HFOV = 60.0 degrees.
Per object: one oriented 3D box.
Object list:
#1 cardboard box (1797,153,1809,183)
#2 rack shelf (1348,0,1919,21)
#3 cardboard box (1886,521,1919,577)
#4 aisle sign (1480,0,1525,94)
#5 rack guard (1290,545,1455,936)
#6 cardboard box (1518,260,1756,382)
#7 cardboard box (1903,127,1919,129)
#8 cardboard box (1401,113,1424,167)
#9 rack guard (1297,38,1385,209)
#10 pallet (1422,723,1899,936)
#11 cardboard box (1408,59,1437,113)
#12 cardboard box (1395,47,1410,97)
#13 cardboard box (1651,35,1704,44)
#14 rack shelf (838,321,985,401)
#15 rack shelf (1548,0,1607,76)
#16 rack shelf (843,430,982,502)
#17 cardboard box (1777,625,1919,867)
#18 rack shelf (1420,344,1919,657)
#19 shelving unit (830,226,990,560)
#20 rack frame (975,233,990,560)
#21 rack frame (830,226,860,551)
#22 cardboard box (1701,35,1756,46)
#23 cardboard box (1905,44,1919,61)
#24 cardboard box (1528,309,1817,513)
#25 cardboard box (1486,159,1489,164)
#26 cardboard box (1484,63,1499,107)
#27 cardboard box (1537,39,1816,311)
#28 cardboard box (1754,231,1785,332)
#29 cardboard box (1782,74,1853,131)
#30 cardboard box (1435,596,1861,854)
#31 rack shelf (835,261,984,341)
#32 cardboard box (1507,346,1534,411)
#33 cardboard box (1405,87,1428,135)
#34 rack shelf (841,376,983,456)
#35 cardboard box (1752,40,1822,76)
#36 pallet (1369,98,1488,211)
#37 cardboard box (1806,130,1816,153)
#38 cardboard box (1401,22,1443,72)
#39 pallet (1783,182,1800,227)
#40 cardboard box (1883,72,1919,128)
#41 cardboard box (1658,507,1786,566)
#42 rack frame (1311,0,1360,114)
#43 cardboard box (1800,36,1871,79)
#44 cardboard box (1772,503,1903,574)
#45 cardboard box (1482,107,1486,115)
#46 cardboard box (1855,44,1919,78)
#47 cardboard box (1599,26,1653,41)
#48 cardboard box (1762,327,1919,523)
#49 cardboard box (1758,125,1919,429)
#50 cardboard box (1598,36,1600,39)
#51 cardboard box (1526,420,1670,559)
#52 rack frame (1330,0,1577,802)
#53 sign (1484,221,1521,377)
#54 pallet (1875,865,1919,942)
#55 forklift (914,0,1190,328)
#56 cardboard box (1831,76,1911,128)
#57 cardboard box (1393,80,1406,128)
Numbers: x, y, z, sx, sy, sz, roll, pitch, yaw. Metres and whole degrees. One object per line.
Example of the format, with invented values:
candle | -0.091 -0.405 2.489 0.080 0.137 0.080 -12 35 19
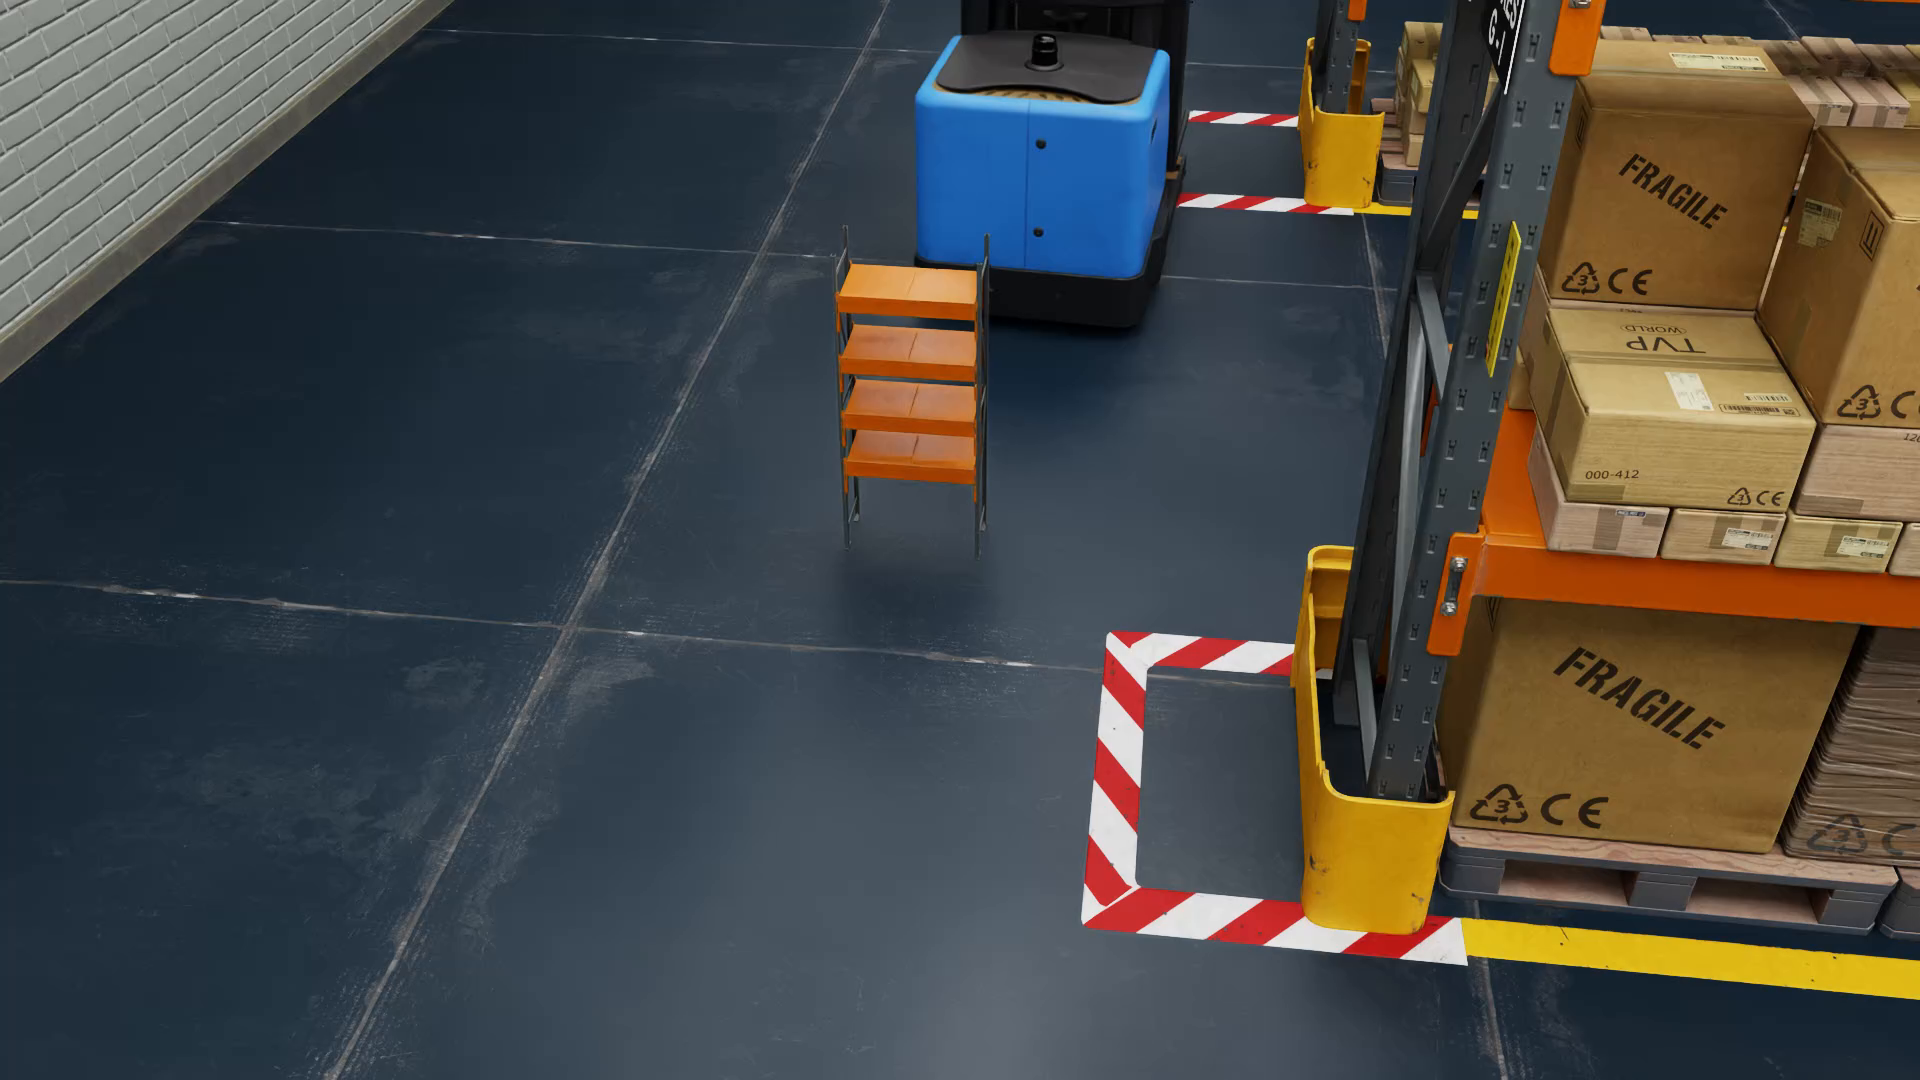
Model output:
cardboard box | 4.233 -1.982 8.537 0.250 0.149 0.380 5 36 7
rack shelf | 3.958 -2.859 8.293 4.000 0.370 1.077 4 36 6
cardboard box | 2.320 -0.075 3.990 0.250 0.149 0.380 4 36 5
aisle sign | 1.133 -1.340 3.308 0.004 0.787 0.394 4 36 6
rack guard | 1.218 0.566 5.026 0.348 0.500 1.175 4 36 6
cardboard box | 1.757 -0.627 4.419 0.500 0.250 0.500 4 36 5
cardboard box | 4.815 -2.073 8.409 0.250 0.149 0.380 5 36 6
cardboard box | 2.453 -2.087 8.685 0.250 0.149 0.380 5 36 7
rack guard | 2.050 -2.277 9.010 0.348 0.500 1.175 4 36 6
pallet | 2.045 0.700 5.088 1.213 0.211 1.003 4 36 6
cardboard box | 2.451 -2.318 8.496 0.250 0.149 0.380 3 36 4
cardboard box | 2.534 -2.557 9.087 0.250 0.149 0.380 3 36 5
cardboard box | 3.816 -2.535 8.800 0.250 0.149 0.380 3 36 4
rack shelf | -0.164 -0.628 5.828 0.480 0.148 0.258 4 36 6
rack shelf | 3.226 -1.230 3.428 4.000 0.370 1.077 4 36 6
rack shelf | -0.164 -0.284 6.073 0.480 0.148 0.258 4 36 6
cardboard box | 2.790 0.313 4.697 0.875 0.875 0.875 4 36 6
rack shelf | 3.226 -0.009 4.299 4.000 0.370 1.077 4 36 6
shelving unit | -0.164 -0.501 5.919 0.503 1.200 0.258 4 36 6
rack frame | 0.078 -0.483 5.893 0.015 1.200 0.240 4 36 6
rack frame | -0.406 -0.519 5.944 0.015 1.200 0.240 4 36 6
cardboard box | 4.080 -2.532 8.796 0.250 0.149 0.380 4 36 6
cardboard box | 5.104 -2.446 8.676 0.250 0.149 0.380 4 36 5
cardboard box | 1.684 -0.318 3.987 0.500 0.250 0.500 3 36 5
cardboard box | 2.723 -2.115 8.724 0.250 0.149 0.380 4 36 6
cardboard box | 2.739 -2.367 8.565 0.250 0.149 0.380 5 36 7
cardboard box | 1.759 -0.930 4.199 0.500 0.500 0.500 5 36 7
cardboard box | 2.260 -0.589 4.366 0.500 0.250 0.500 4 36 5
cardboard box | 4.253 -2.187 8.313 0.250 0.149 0.380 3 36 4
cardboard box | 1.887 0.246 4.791 0.875 0.875 0.875 4 36 6
rack shelf | -0.164 -0.820 5.690 0.480 0.148 0.258 4 36 6
cardboard box | 1.637 -0.511 4.600 0.250 0.149 0.380 5 36 7
cardboard box | 2.461 -2.245 8.650 0.250 0.149 0.380 6 36 8
rack shelf | -0.164 -0.446 5.958 0.480 0.148 0.258 4 36 6
cardboard box | 4.319 -2.491 8.739 0.250 0.149 0.380 3 36 4
pallet | 2.851 -2.079 8.981 1.213 0.211 1.003 4 36 6
cardboard box | 4.296 -2.112 8.464 0.250 0.149 0.380 3 36 4
cardboard box | 2.532 -2.659 8.975 0.250 0.149 0.380 5 36 7
pallet | 4.058 -1.987 8.853 1.213 0.211 1.003 4 36 6
cardboard box | 4.802 -2.207 8.341 0.250 0.149 0.380 5 36 7
cardboard box | 1.807 -0.113 4.042 0.250 0.149 0.380 4 36 5
rack frame | 1.974 -3.300 8.292 0.127 3.000 1.000 4 36 6
cardboard box | 4.600 -2.518 8.777 0.250 0.149 0.380 5 36 7
cardboard box | 2.061 -0.094 4.016 0.250 0.149 0.380 3 36 5
cardboard box | 2.726 -2.192 8.576 0.250 0.149 0.380 4 36 6
cardboard box | 4.842 -2.453 8.685 0.250 0.149 0.380 3 36 5
cardboard box | 3.569 -2.618 8.917 0.250 0.149 0.380 6 36 8
cardboard box | 2.200 -0.284 3.939 0.500 0.250 0.500 4 36 5
cardboard box | 2.180 -0.587 3.717 0.500 0.500 0.500 3 36 5
cardboard box | 3.295 -2.606 8.900 0.250 0.149 0.380 3 36 4
cardboard box | 1.552 -0.131 4.067 0.250 0.149 0.380 5 36 6
rack frame | 1.242 -0.450 4.298 0.127 3.000 1.000 4 36 6
sign | 1.166 -0.515 3.576 0.005 0.325 0.100 4 36 6
pallet | 3.252 0.791 4.960 1.213 0.211 1.003 4 36 6
forklift | 0.597 -2.998 7.928 1.130 2.935 3.031 7 36 10
cardboard box | 4.522 -2.174 8.295 0.250 0.149 0.380 3 36 4
cardboard box | 2.523 -2.392 9.112 0.250 0.149 0.380 5 36 7
